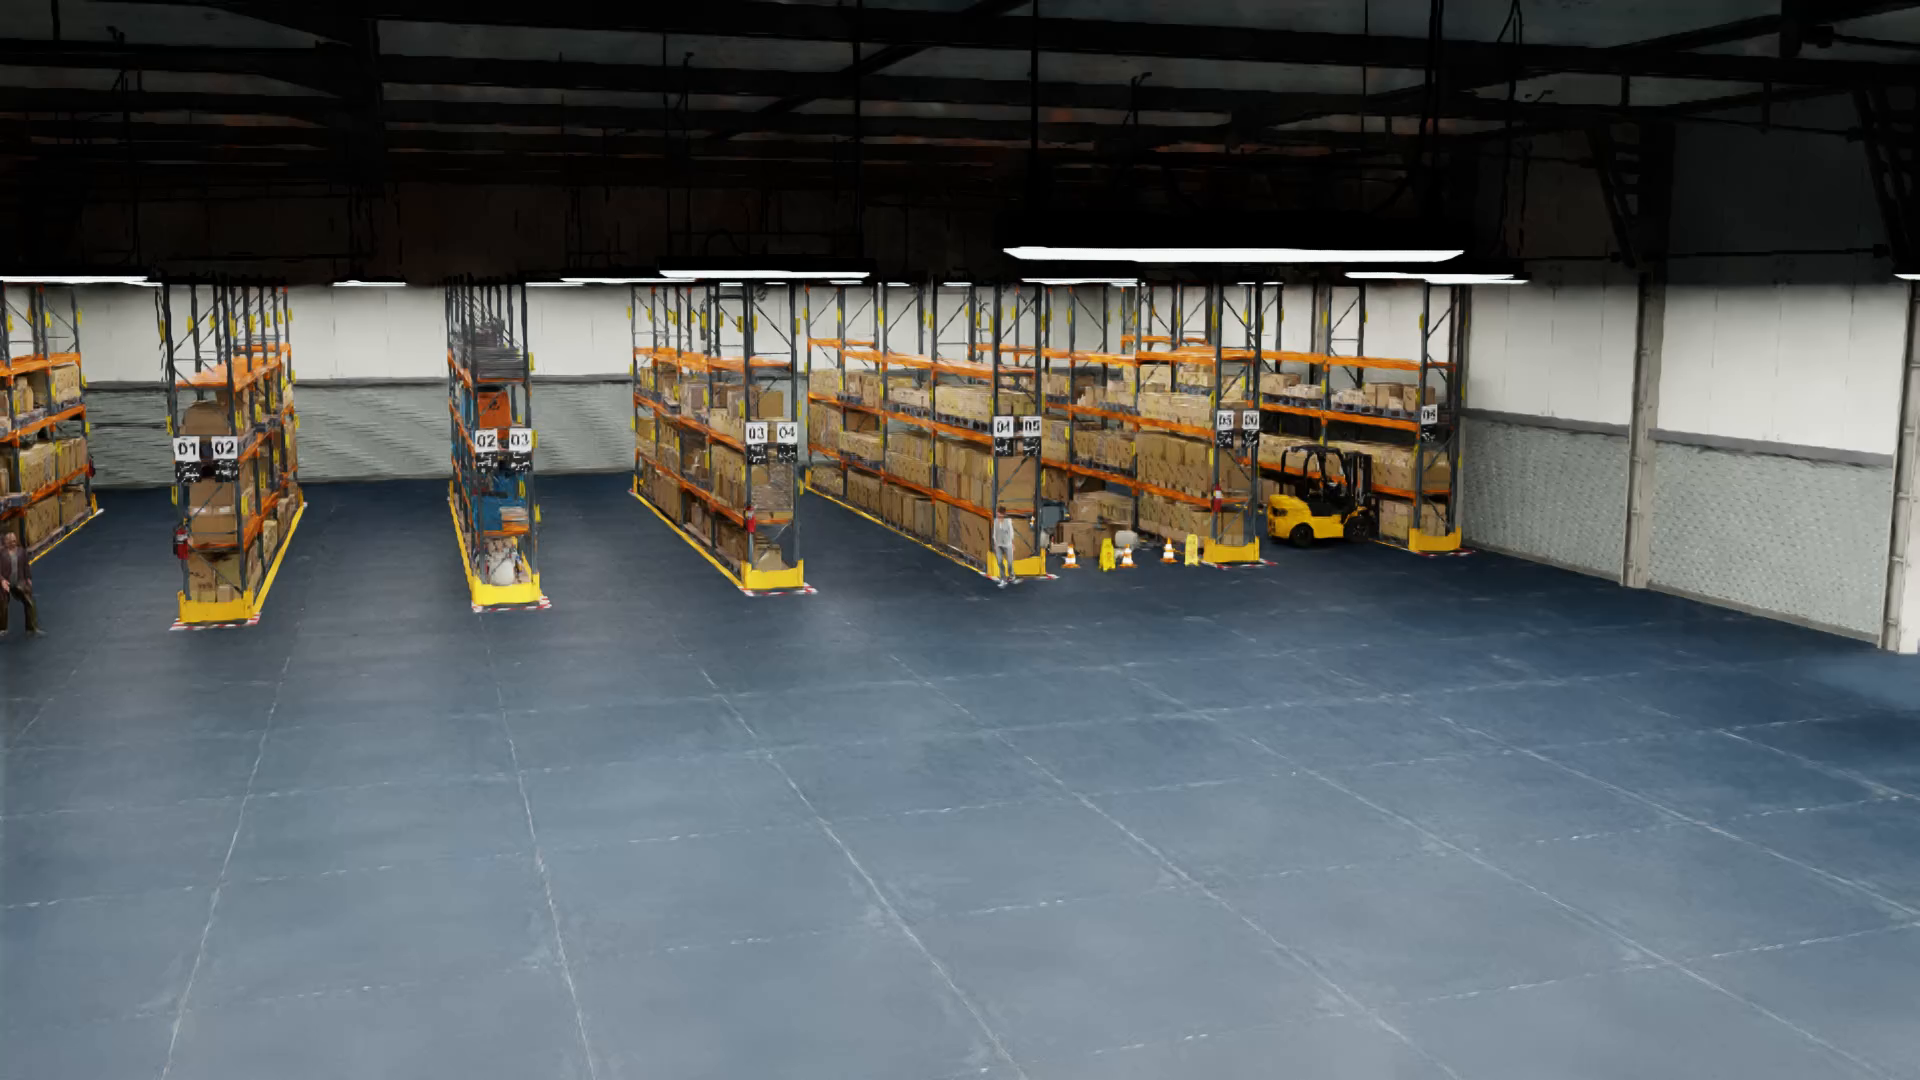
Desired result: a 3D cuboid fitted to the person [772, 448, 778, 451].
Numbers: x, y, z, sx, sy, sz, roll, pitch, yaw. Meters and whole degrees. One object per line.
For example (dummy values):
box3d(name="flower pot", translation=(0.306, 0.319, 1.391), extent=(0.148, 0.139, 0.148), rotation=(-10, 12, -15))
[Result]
box3d(name="person", translation=(-5.059, -2.009, 45.979), extent=(0.448, 1.590, 1.110), rotation=(-2, 9, -16))

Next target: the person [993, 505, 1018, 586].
box3d(name="person", translation=(0.877, 0.095, 32.240), extent=(0.465, 1.586, 0.507), rotation=(3, 9, 19))

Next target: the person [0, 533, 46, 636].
box3d(name="person", translation=(-15.654, 0.732, 27.462), extent=(0.777, 1.737, 0.705), rotation=(8, 11, 41))
